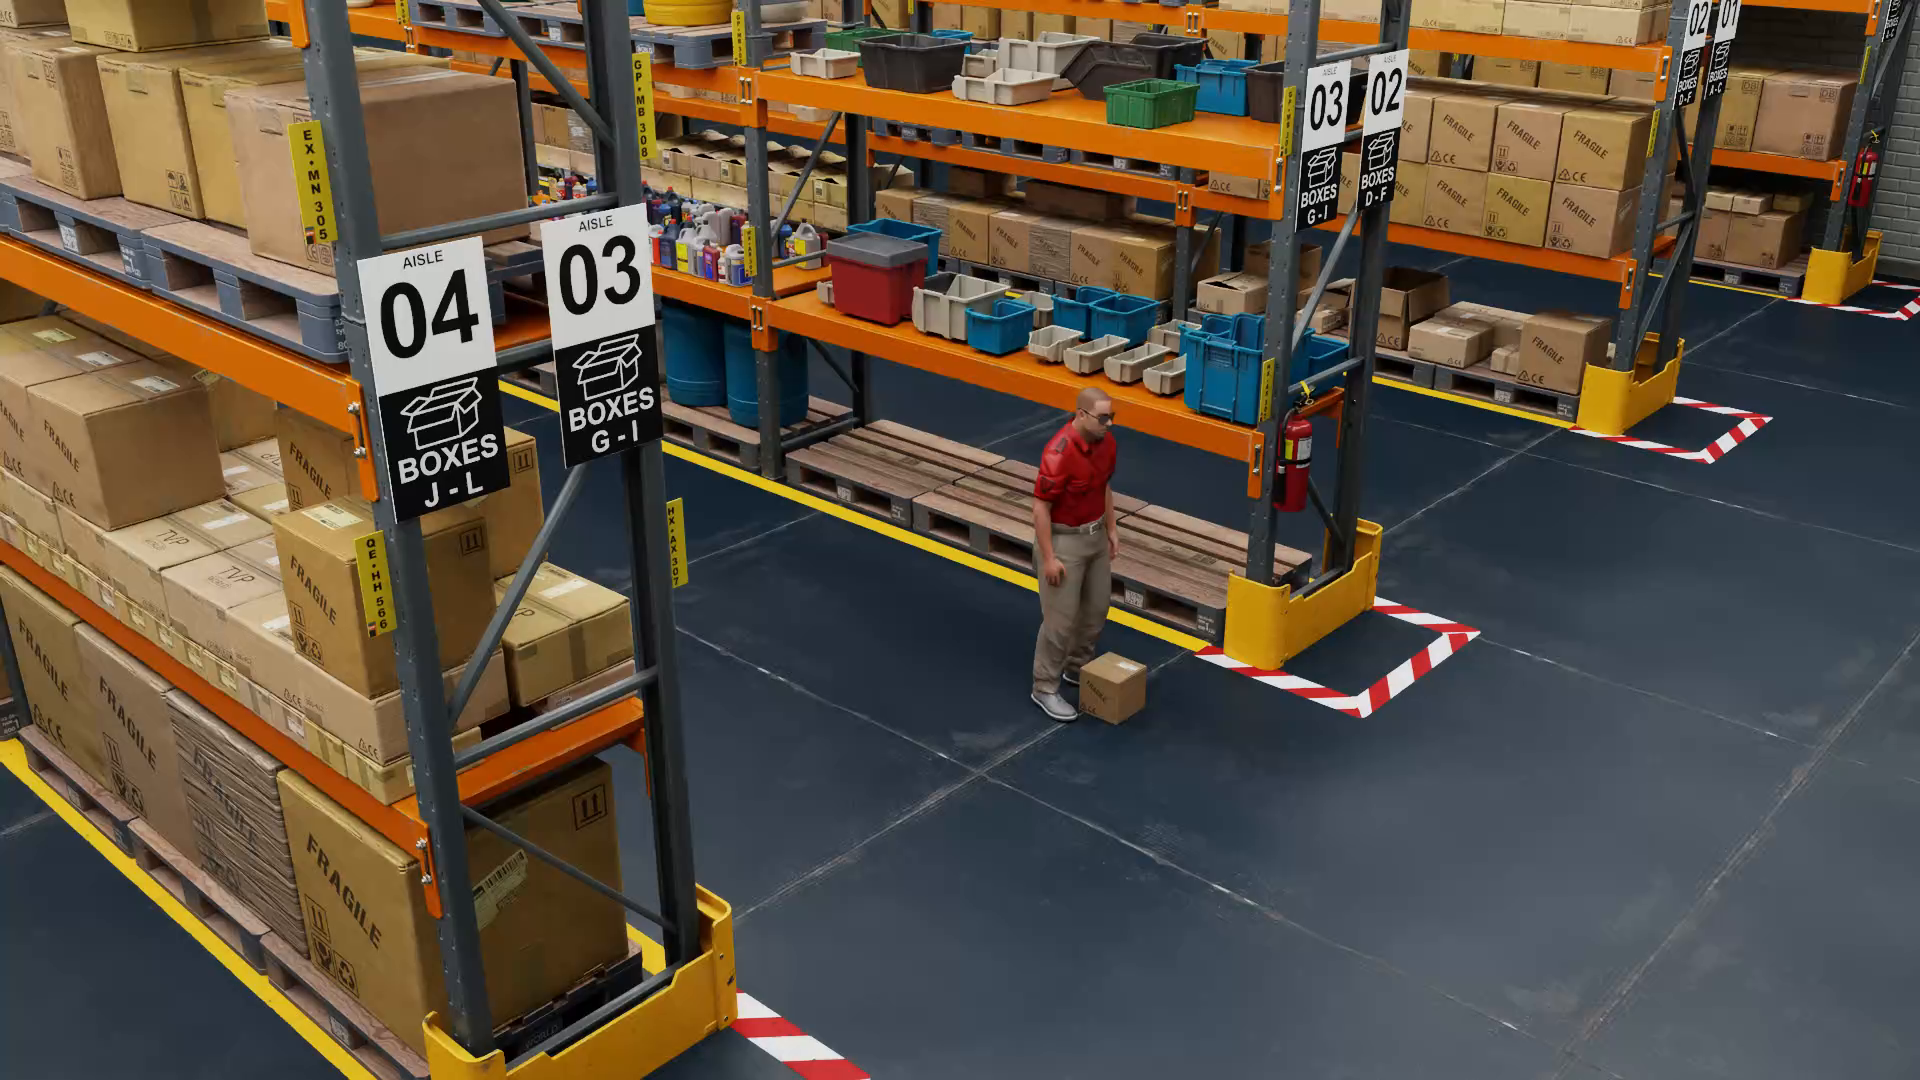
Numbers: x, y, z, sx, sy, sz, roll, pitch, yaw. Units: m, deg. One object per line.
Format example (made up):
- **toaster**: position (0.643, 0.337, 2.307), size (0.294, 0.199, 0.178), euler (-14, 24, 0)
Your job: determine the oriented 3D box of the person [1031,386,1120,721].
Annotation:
- **person**: position (0.605, 0.032, 8.544), size (0.392, 1.727, 0.585), euler (20, 31, 38)
